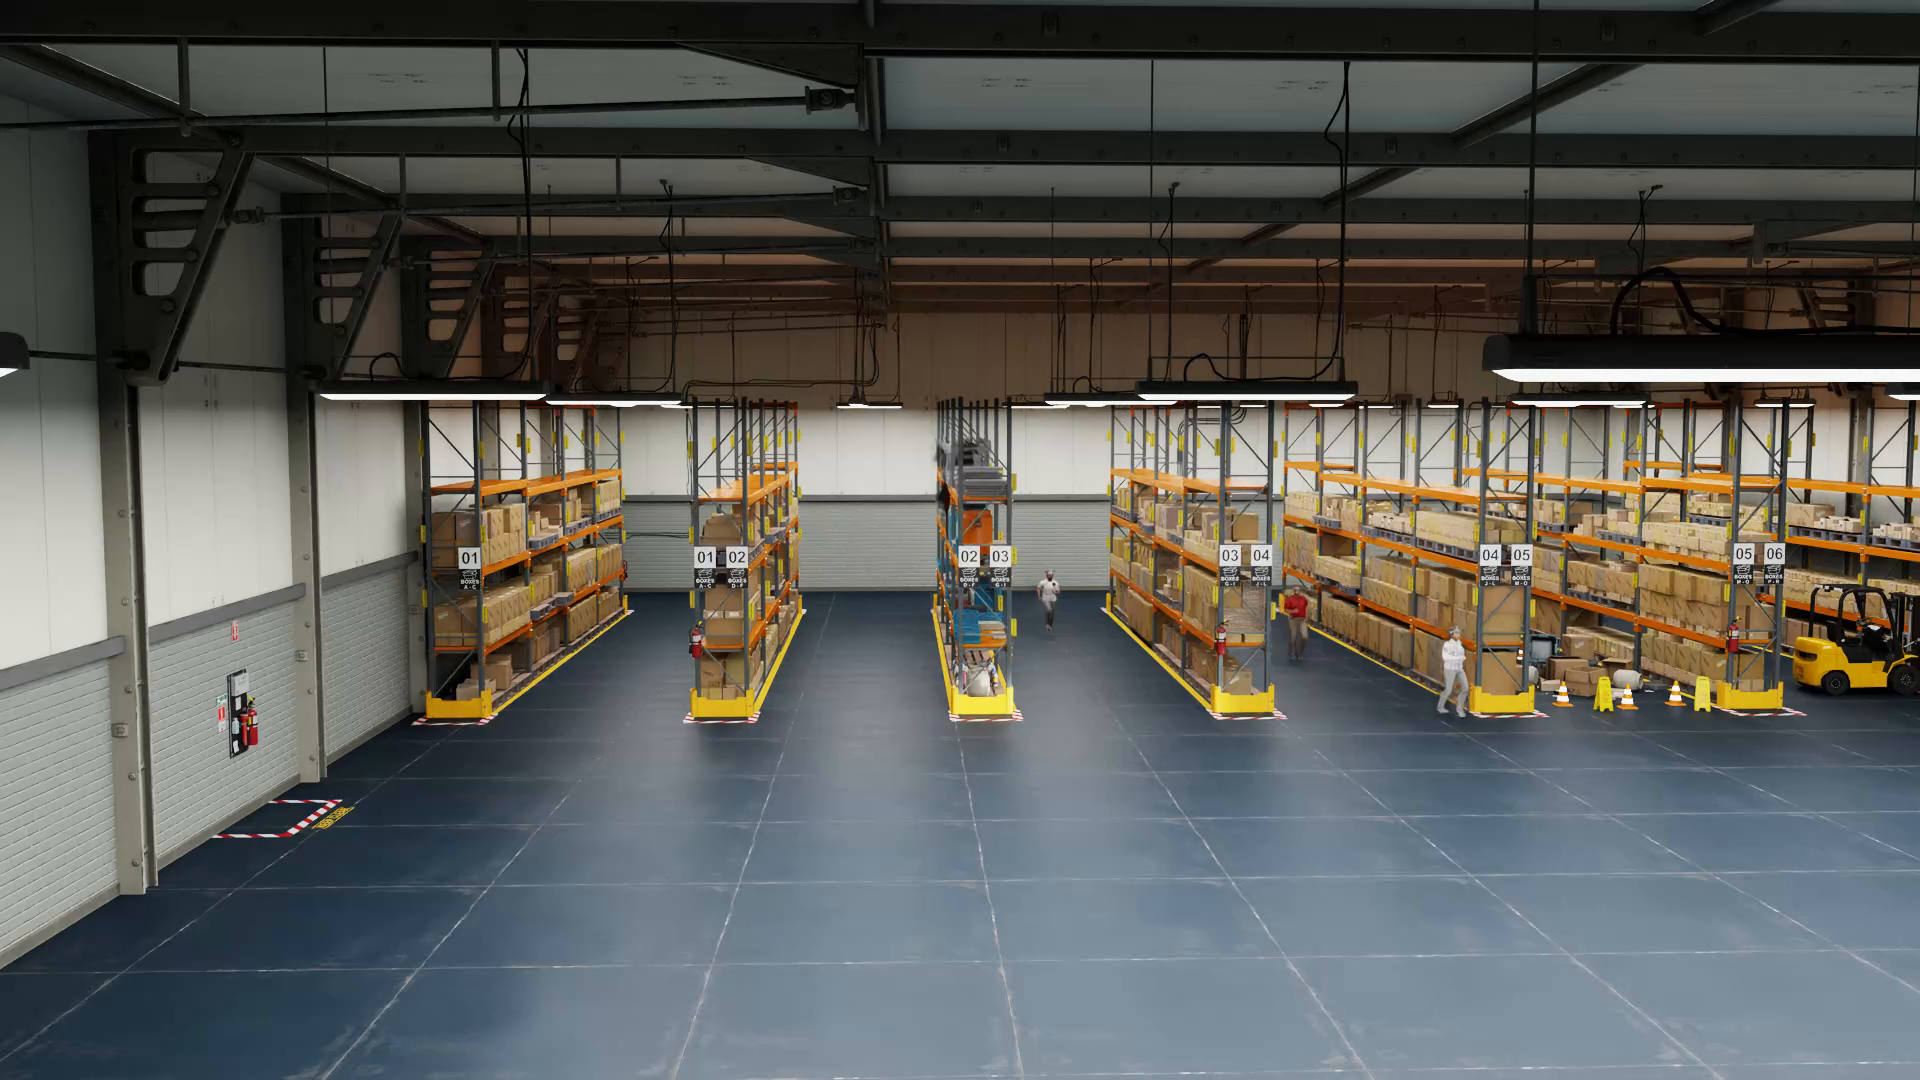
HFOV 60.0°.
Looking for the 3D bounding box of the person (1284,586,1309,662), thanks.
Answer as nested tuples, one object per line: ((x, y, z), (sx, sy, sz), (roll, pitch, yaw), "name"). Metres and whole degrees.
((7.753, 1.935, 38.154), (0.642, 1.765, 0.689), (-1, 4, -8), "person")

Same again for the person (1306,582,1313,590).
((10.464, 1.059, 49.374), (0.935, 1.691, 0.583), (-2, 5, -19), "person")

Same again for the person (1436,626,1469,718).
((9.272, 2.478, 31.214), (0.605, 1.762, 0.661), (-3, 5, -31), "person")

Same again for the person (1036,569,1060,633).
((2.267, 1.571, 42.278), (0.549, 1.661, 0.838), (-1, 5, -12), "person")
